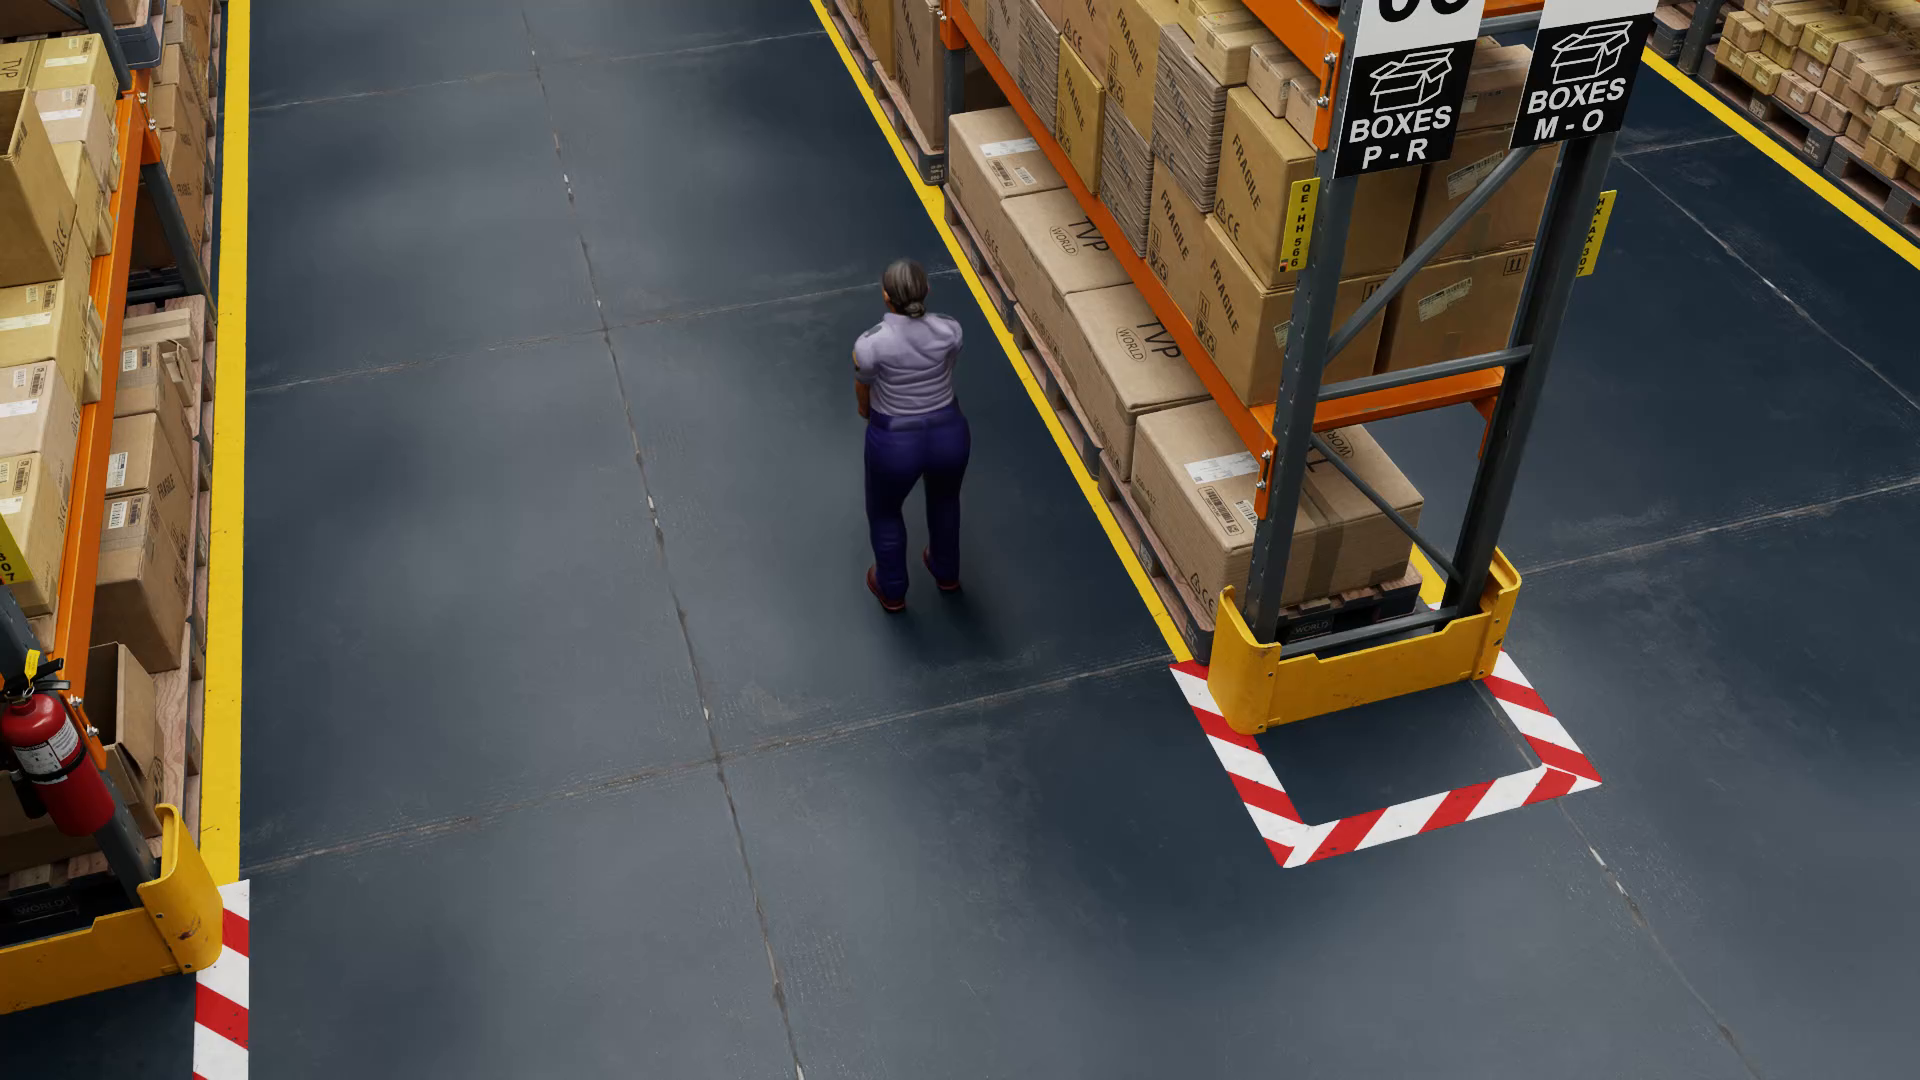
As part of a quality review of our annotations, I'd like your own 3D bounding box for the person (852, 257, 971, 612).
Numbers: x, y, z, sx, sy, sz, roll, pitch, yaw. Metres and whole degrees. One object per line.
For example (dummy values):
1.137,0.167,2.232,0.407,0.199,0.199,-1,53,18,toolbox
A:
-0.209,-0.441,6.662,0.434,1.645,0.536,-13,44,-13,person
